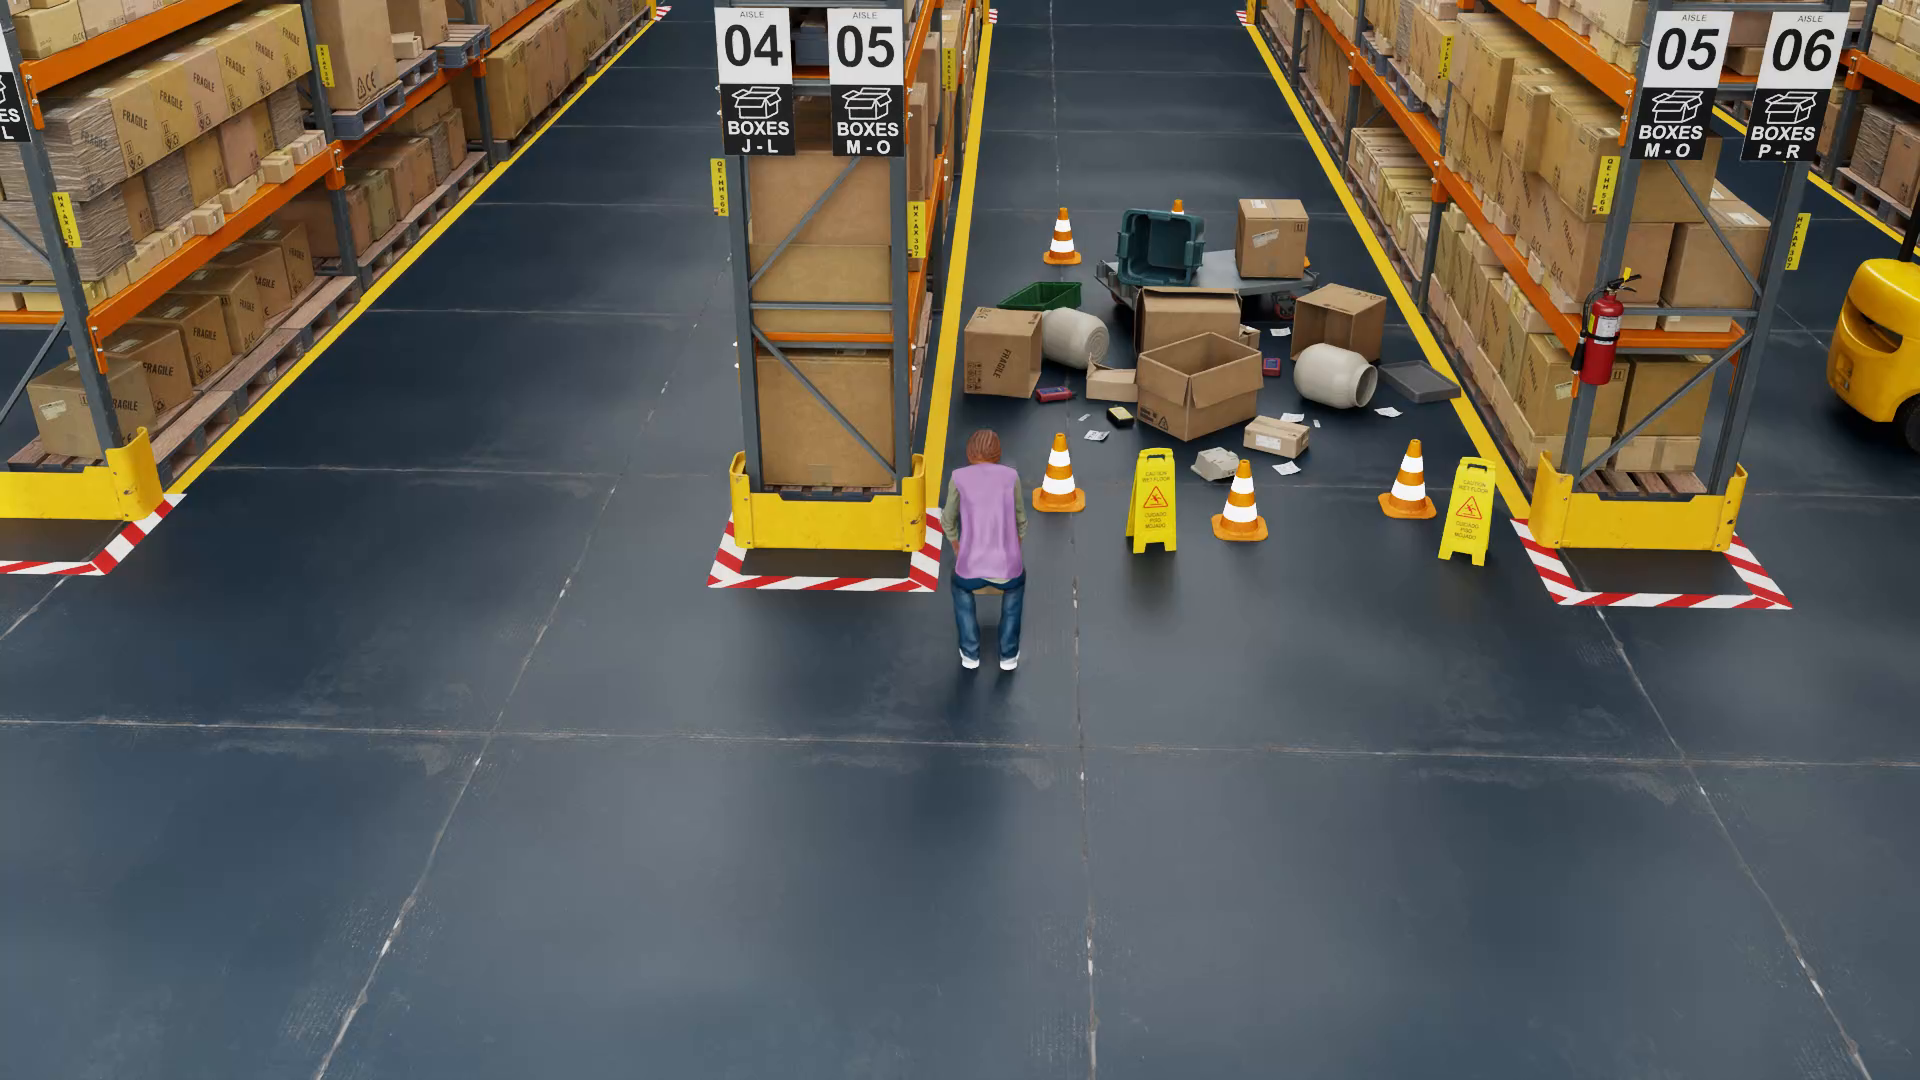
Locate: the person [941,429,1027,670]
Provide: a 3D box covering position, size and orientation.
[{"bbox_3d":[0.124,0.087,8.861,0.463,1.234,0.685,1,28,2],"label":"person"}]
